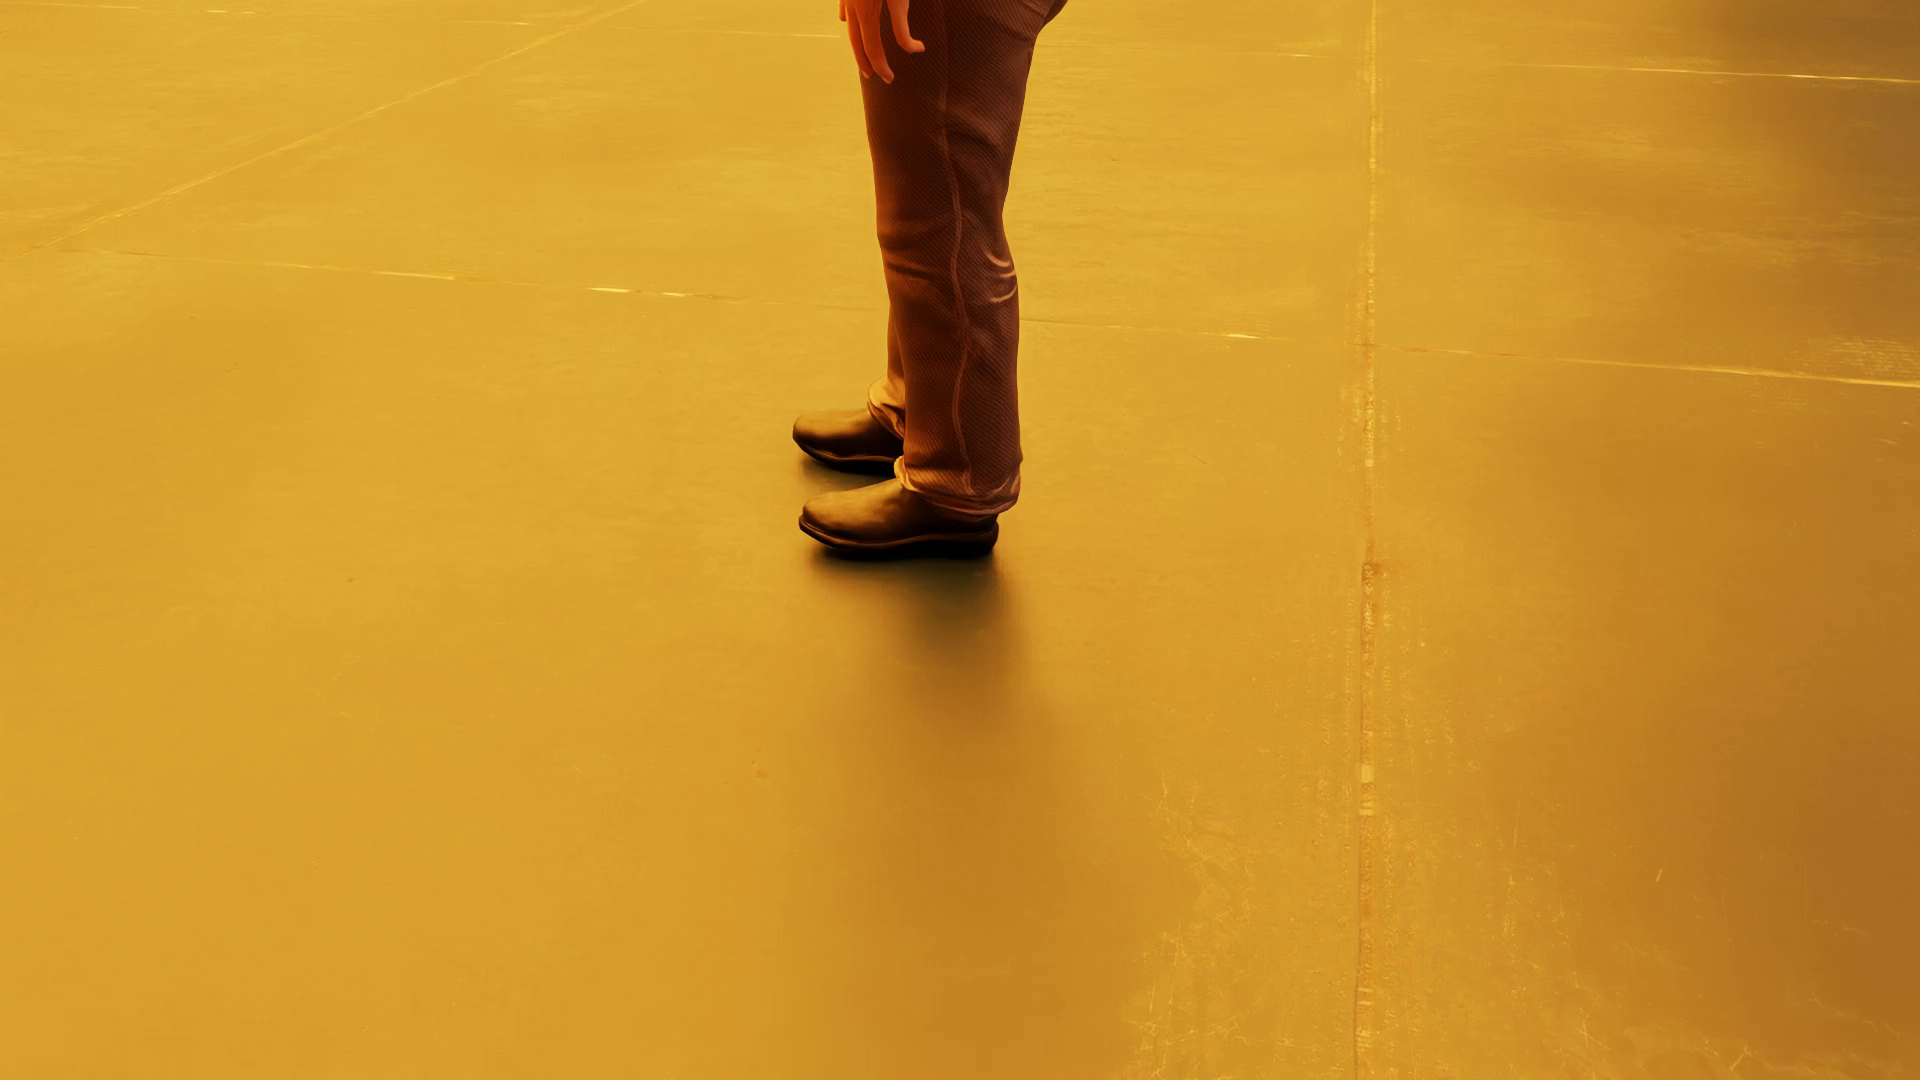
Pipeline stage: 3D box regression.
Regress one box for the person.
[{"bbox_3d":[-0.059,-0.785,2.128,0.568,1.720,0.632,6,27,11],"label":"person"}]
